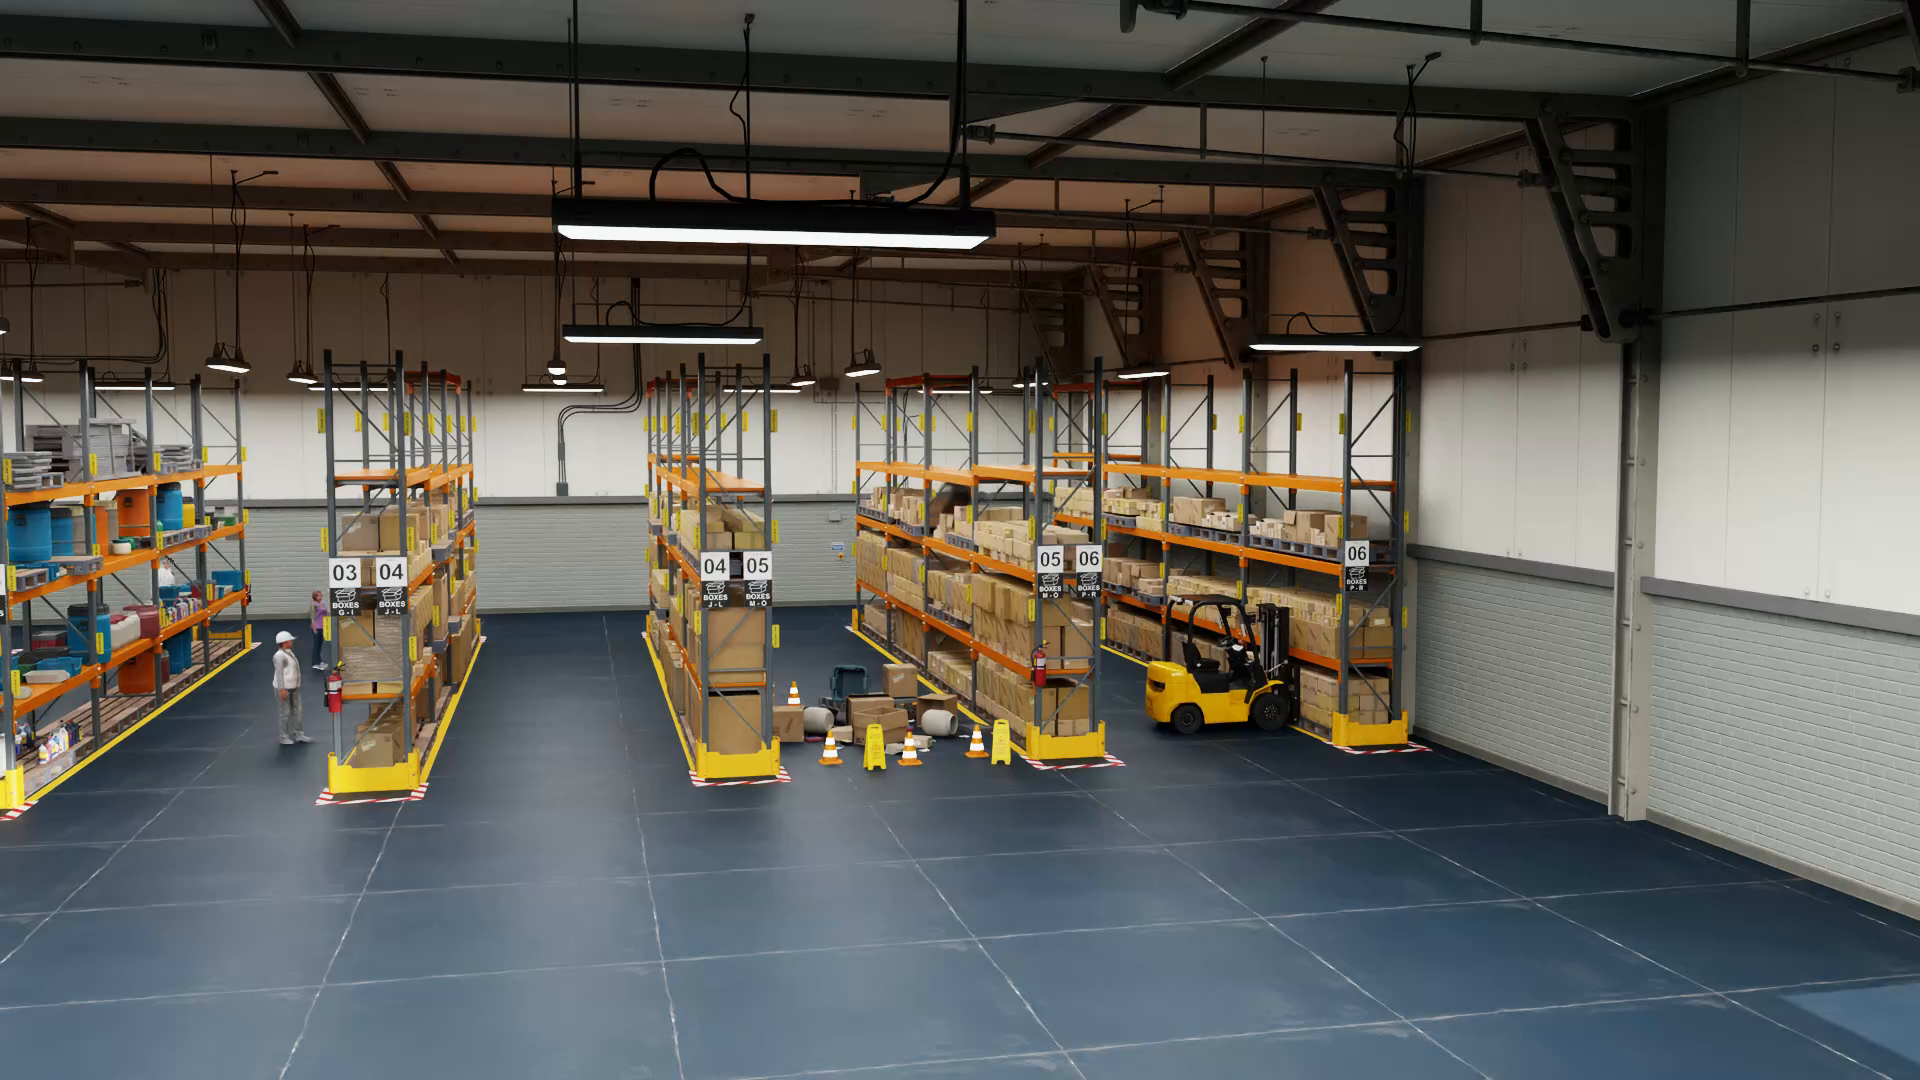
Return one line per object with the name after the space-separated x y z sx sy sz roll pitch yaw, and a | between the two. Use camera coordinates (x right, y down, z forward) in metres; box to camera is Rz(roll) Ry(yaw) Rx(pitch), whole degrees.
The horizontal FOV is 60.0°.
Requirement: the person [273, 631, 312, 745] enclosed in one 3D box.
-10.514 2.312 26.057 0.450 1.775 0.590 1 4 15 | person

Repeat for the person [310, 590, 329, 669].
-13.164 1.847 34.153 0.318 1.604 0.480 0 4 -7 | person

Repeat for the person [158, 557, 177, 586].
-19.505 1.281 40.703 0.655 1.740 0.574 -1 4 -11 | person
